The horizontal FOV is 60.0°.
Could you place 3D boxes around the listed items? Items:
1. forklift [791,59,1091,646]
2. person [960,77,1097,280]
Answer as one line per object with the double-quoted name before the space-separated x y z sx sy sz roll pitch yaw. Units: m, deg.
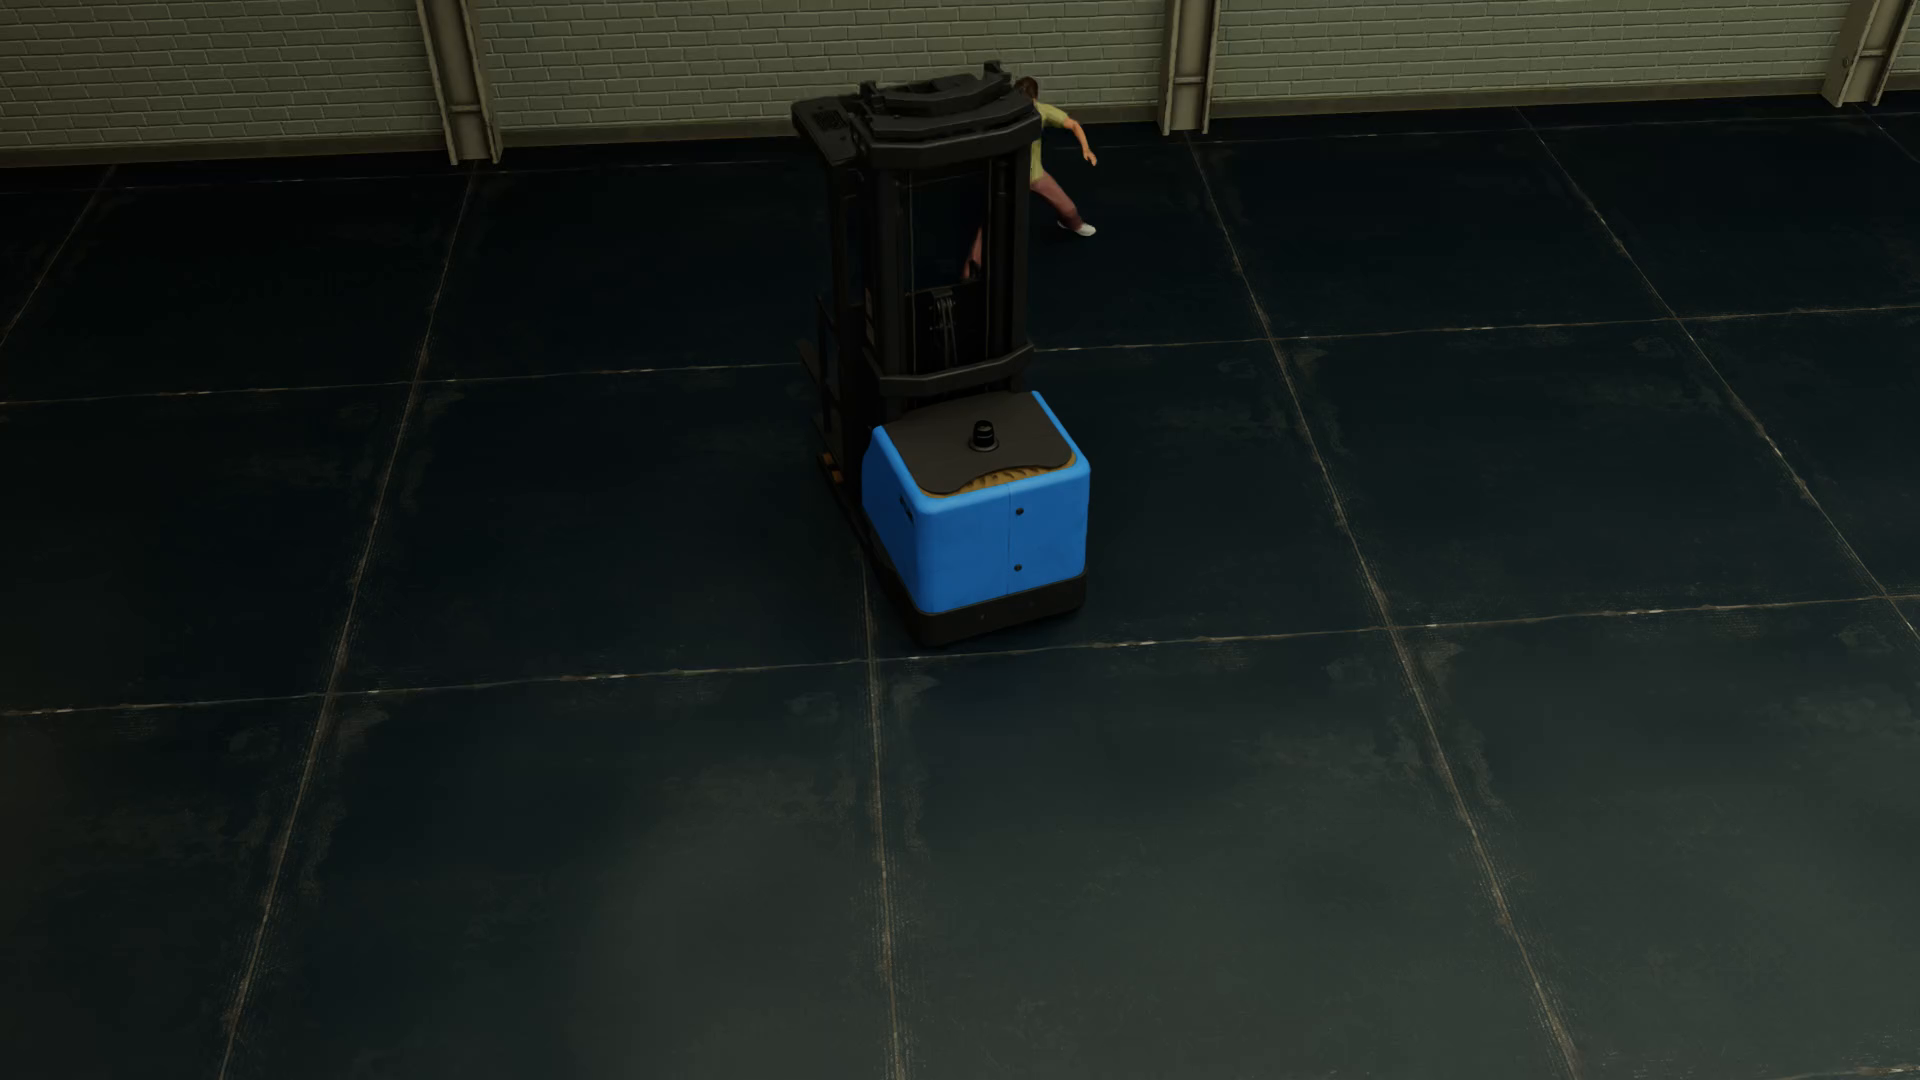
"forklift" -0.274 -1.481 9.669 1.130 2.935 3.031 -14 43 -16
"person" 0.539 -2.665 12.164 1.200 1.479 0.902 -8 41 -9
